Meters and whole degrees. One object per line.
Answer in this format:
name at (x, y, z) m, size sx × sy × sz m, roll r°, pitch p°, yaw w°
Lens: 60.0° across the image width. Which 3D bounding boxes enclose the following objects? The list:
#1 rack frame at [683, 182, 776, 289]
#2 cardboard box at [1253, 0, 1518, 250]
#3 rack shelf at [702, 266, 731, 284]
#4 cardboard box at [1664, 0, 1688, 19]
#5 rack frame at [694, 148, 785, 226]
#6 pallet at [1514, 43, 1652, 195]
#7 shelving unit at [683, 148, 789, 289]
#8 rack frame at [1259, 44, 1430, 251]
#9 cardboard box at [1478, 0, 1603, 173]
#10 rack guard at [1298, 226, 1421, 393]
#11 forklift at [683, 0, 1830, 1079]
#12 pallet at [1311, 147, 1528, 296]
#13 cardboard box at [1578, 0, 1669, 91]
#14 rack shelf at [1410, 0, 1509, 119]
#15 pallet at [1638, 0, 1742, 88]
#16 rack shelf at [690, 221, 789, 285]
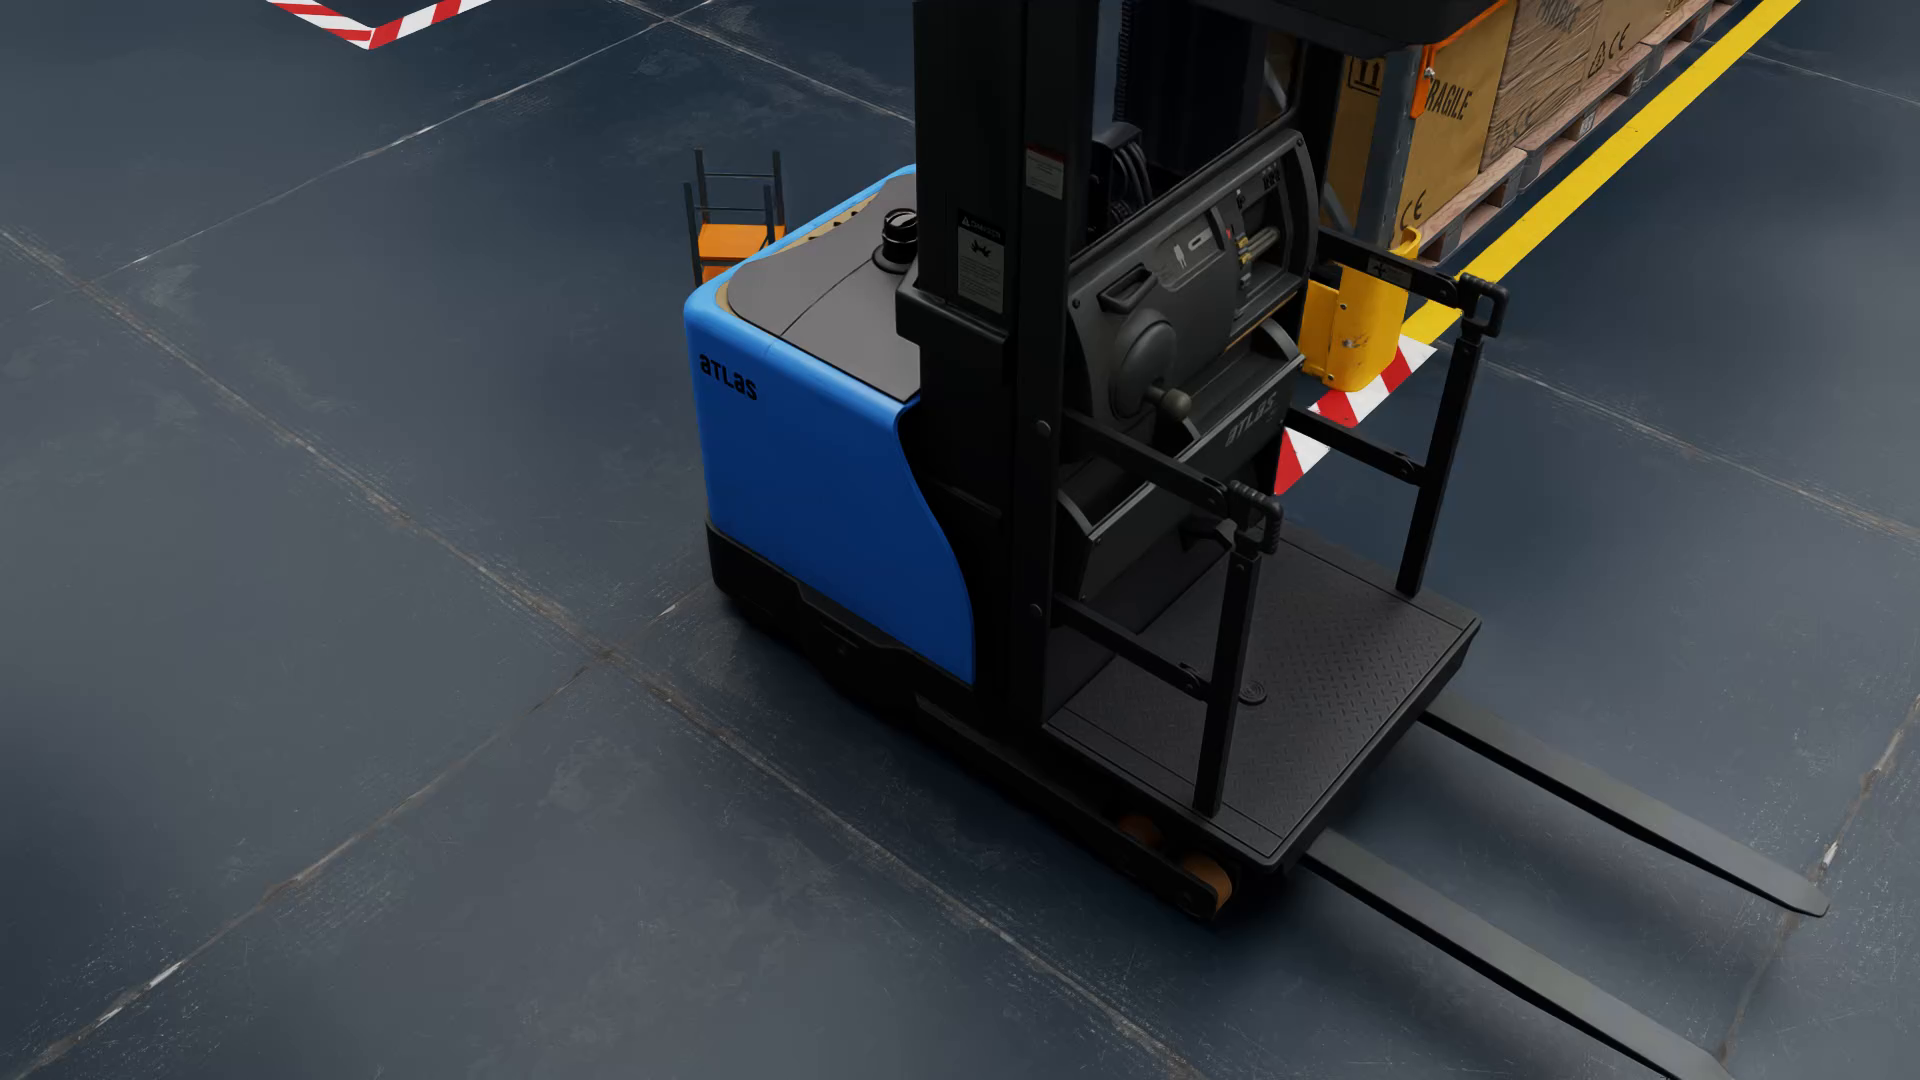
rack frame at (-0.637, -0.530, 4.941) m, size 0.240 × 1.200 × 0.006 m, roll 2°, pitch 42°, yaw 2°
cardboard box at (1.400, -1.694, 6.151) m, size 0.875 × 0.875 × 0.875 m, roll 29°, pitch 50°, yaw 28°
rack shelf at (-0.632, -0.736, 4.877) m, size 0.258 × 0.103 × 0.180 m, roll 2°, pitch 42°, yaw 2°
cardboard box at (3.138, -3.085, 7.680) m, size 0.875 × 0.875 × 0.875 m, roll 29°, pitch 50°, yaw 28°
rack frame at (-0.627, -0.653, 5.076) m, size 0.240 × 1.200 × 0.006 m, roll 2°, pitch 42°, yaw 2°
pallet at (2.290, -2.000, 7.293) m, size 1.003 × 0.211 × 1.213 m, roll 29°, pitch 50°, yaw 28°
shelving unit at (-0.632, -0.591, 5.008) m, size 0.258 × 1.200 × 0.189 m, roll 2°, pitch 42°, yaw 2°
rack frame at (1.050, -1.961, 5.177) m, size 1.000 × 3.000 × 0.127 m, roll 29°, pitch 50°, yaw 28°
cardboard box at (1.986, -2.163, 6.666) m, size 0.875 × 0.875 × 0.875 m, roll 29°, pitch 50°, yaw 28°
rack guard at (1.034, -1.024, 6.004) m, size 1.175 × 0.500 × 0.348 m, roll 29°, pitch 50°, yaw 28°
forklift at (0.706, -0.539, 3.664) m, size 3.031 × 2.935 × 1.130 m, roll 29°, pitch 50°, yaw 28°
pallet at (1.504, -1.375, 6.605) m, size 1.003 × 0.211 × 1.213 m, roll 29°, pitch 50°, yaw 28°
cardboard box at (2.559, -2.621, 7.170) m, size 0.875 × 0.875 × 0.875 m, roll 29°, pitch 50°, yaw 28°
rack shelf at (2.337, -2.724, 6.551) m, size 1.077 × 0.370 × 4.000 m, roll 29°, pitch 50°, yaw 28°
pallet at (3.075, -2.631, 7.987) m, size 1.003 × 0.211 × 1.213 m, roll 29°, pitch 50°, yaw 28°
rack shelf at (-0.632, -0.825, 4.796) m, size 0.258 × 0.103 × 0.180 m, roll 2°, pitch 42°, yaw 2°
